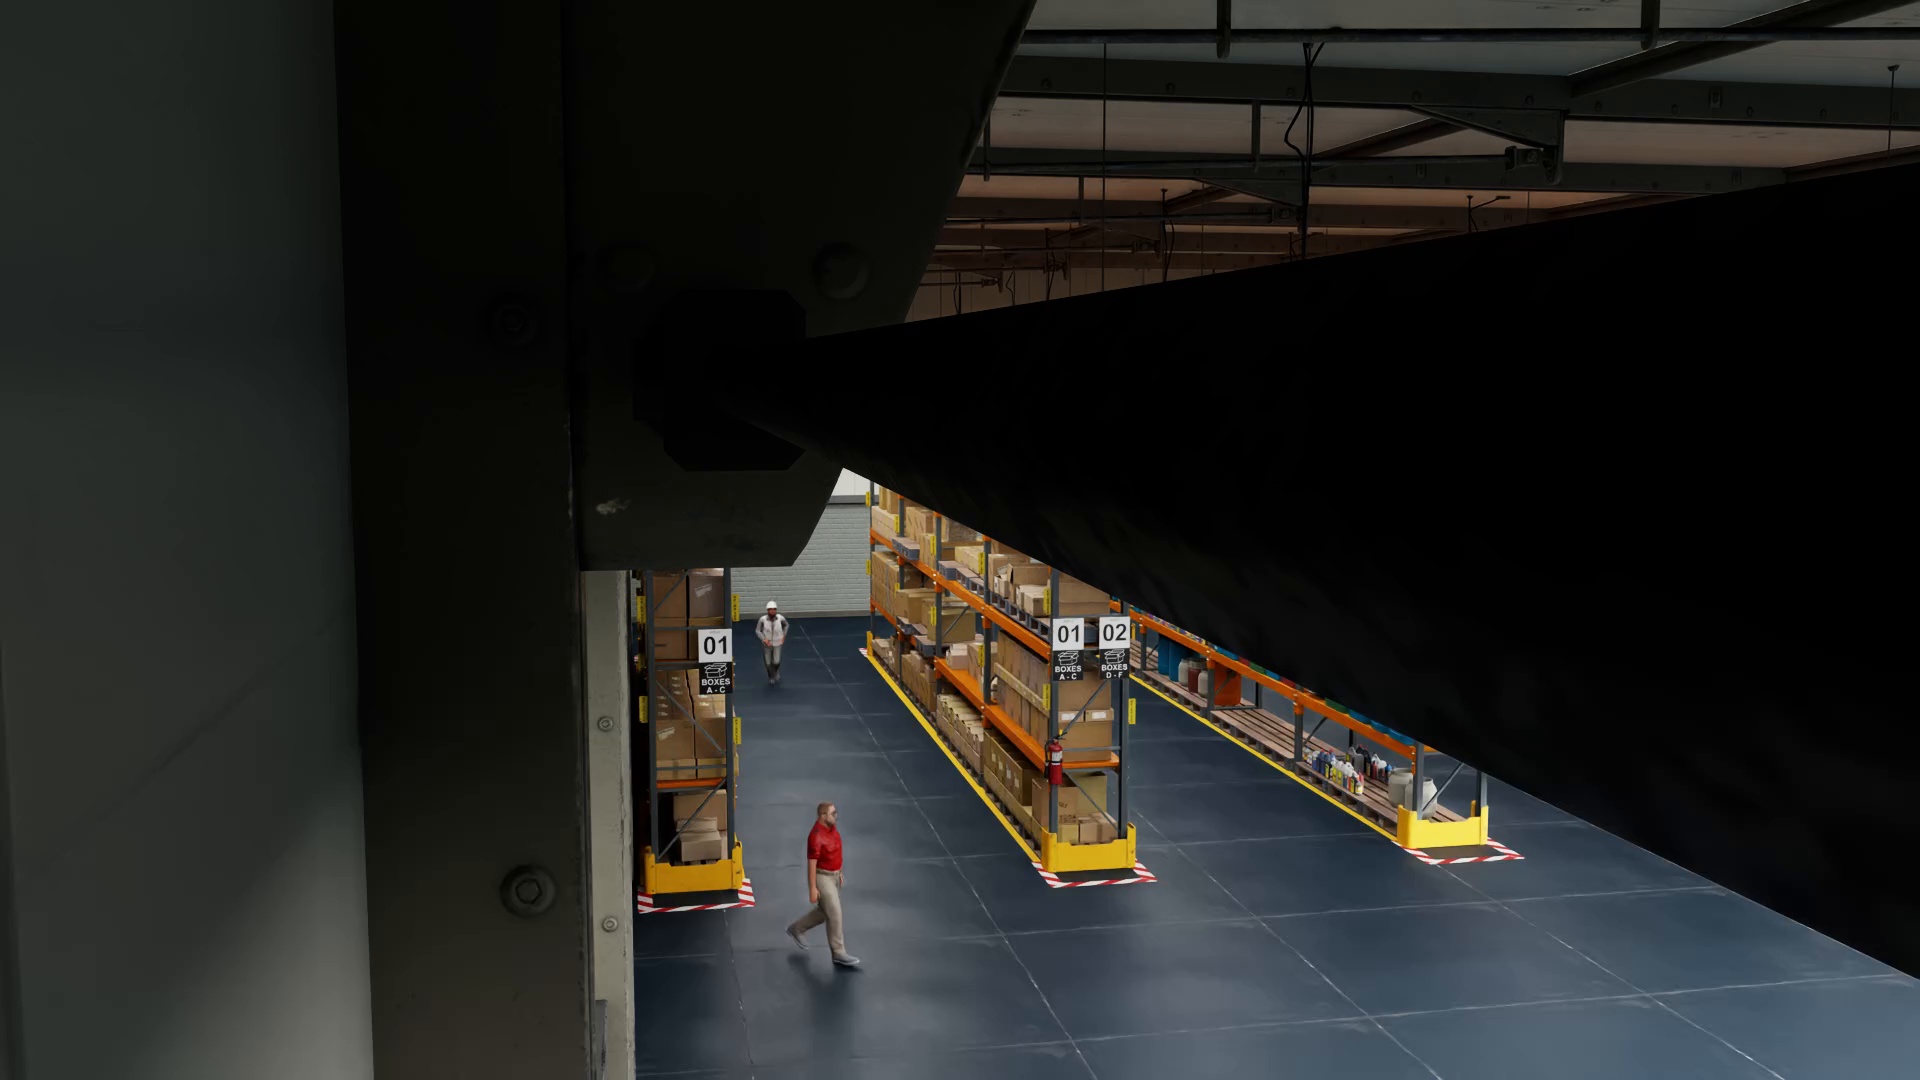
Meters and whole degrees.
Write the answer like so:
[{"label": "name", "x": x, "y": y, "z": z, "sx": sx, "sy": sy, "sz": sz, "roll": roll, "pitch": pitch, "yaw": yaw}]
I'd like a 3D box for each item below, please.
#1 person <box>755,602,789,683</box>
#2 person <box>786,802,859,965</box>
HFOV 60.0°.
[{"label": "person", "x": -3.729, "y": 2.043, "z": 33.063, "sx": 0.650, "sy": 1.687, "sz": 0.730, "roll": 0, "pitch": 6, "yaw": -3}, {"label": "person", "x": -1.449, "y": 3.624, "z": 17.767, "sx": 0.888, "sy": 1.692, "sz": 0.591, "roll": 2, "pitch": 6, "yaw": 16}]
